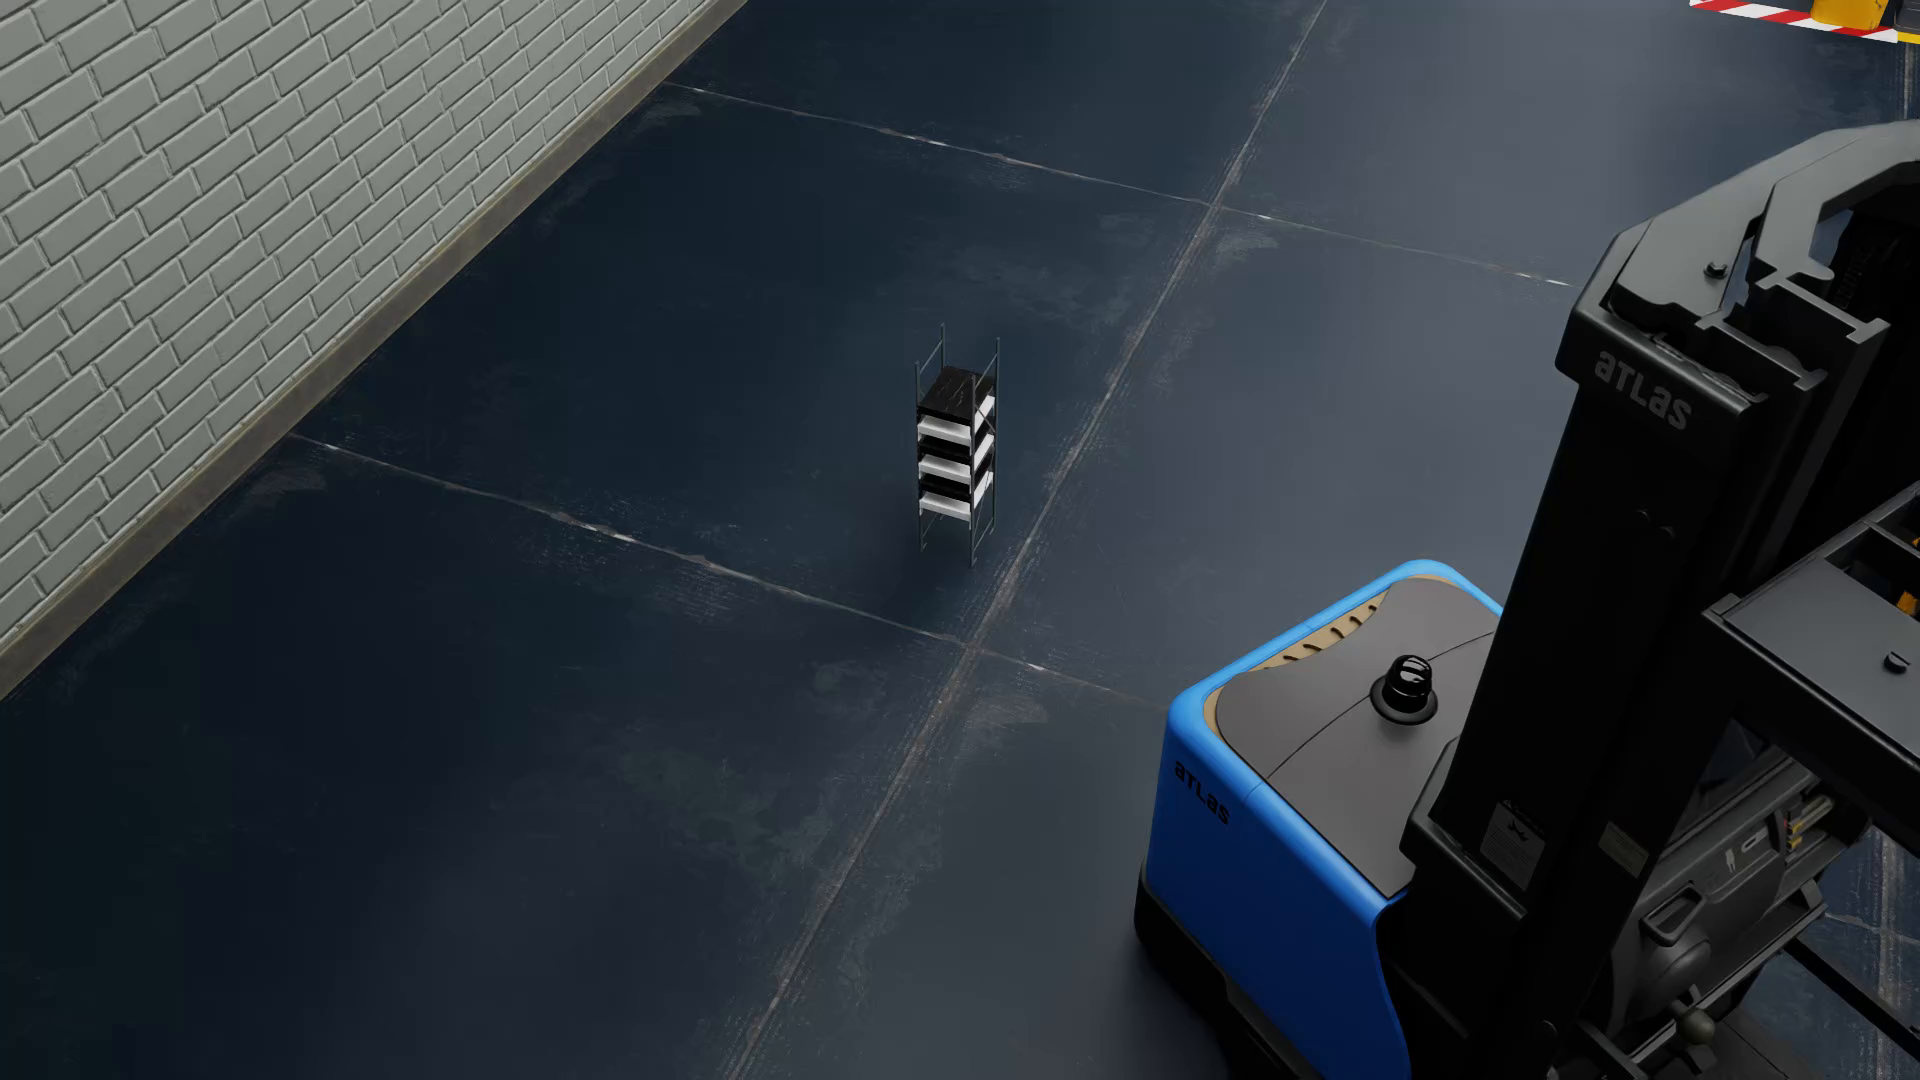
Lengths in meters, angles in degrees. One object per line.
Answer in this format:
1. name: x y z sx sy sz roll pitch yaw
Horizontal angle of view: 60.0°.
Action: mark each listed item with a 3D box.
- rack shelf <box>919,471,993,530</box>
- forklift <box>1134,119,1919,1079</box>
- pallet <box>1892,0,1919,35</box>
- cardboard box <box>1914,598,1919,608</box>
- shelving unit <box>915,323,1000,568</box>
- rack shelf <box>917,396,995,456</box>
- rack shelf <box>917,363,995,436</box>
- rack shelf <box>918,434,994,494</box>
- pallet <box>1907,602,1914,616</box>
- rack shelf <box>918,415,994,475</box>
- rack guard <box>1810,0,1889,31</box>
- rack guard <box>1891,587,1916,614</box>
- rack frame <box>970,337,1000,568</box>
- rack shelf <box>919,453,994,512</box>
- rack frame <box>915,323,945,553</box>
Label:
1. rack shelf: -0.007 -0.170 6.085 0.200 0.077 0.258 16 47 16
2. forklift: 1.781 0.798 3.370 1.130 2.935 3.031 -26 51 -24
3. pallet: 5.810 -3.004 9.120 1.213 0.211 1.003 16 47 16
4. cardboard box: 3.408 0.174 5.658 0.250 0.149 0.380 16 47 16
5. shelving unit: -0.007 -0.321 5.935 0.210 0.900 0.258 16 47 16
6. rack shelf: -0.007 -0.425 5.831 0.200 0.077 0.258 16 47 16
7. rack shelf: -0.007 -0.489 5.768 0.200 0.077 0.258 16 47 16
8. rack shelf: -0.007 -0.298 5.958 0.200 0.077 0.258 16 47 16
9. pallet: 3.960 0.207 5.893 1.213 0.211 1.003 16 47 16
10. rack shelf: -0.007 -0.361 5.895 0.200 0.077 0.258 16 47 16
11. rack guard: 5.037 -3.354 9.266 0.348 0.500 1.175 16 47 16
12. rack guard: 3.224 -0.112 6.008 0.348 0.500 1.175 16 47 16
13. rack frame: 0.086 -0.294 5.907 0.006 0.900 0.240 16 47 16
14. rack shelf: -0.007 -0.234 6.022 0.200 0.077 0.258 16 47 16
15. rack frame: -0.101 -0.349 5.963 0.006 0.900 0.240 16 47 16
